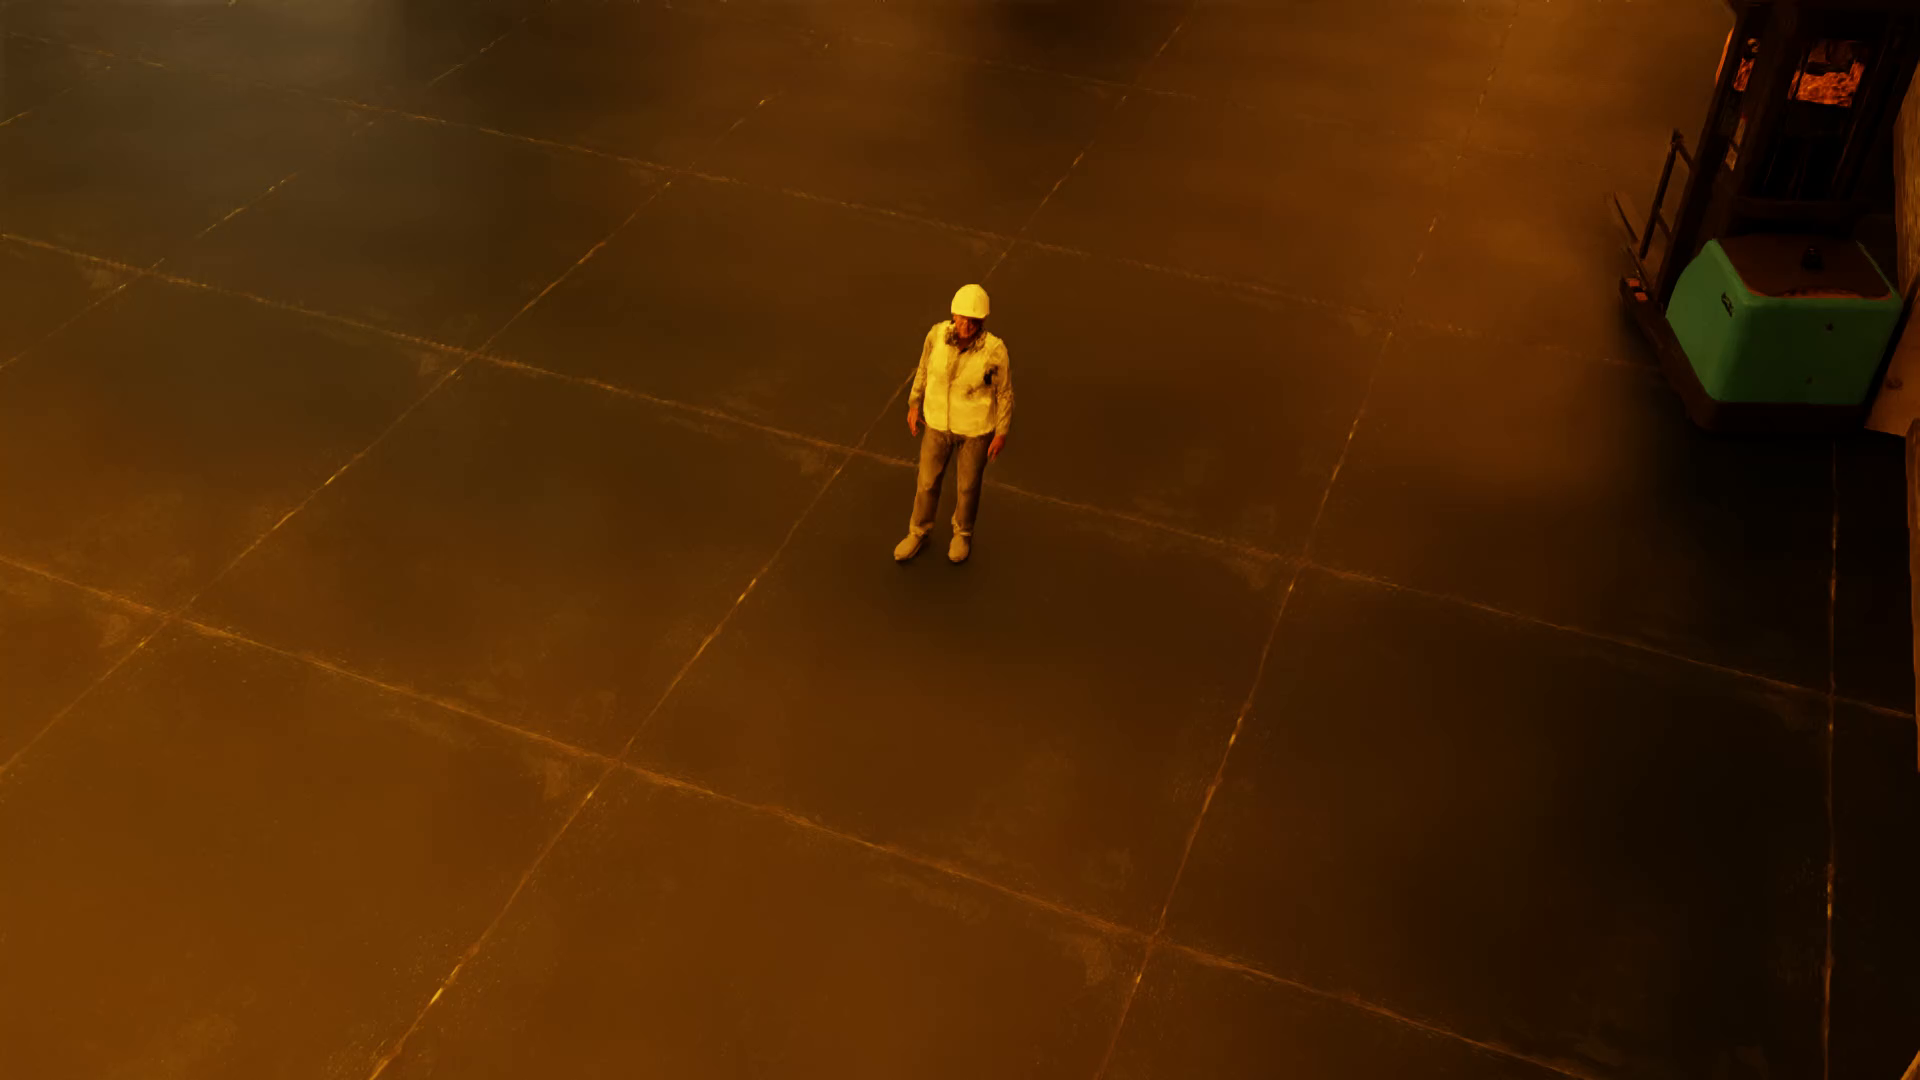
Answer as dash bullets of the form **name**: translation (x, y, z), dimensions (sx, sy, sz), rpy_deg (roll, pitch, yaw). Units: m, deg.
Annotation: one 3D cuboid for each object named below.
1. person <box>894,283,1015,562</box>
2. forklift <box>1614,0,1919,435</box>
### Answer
- **person**: translation (-0.031, -0.651, 9.674), dimensions (0.632, 1.773, 0.567), rpy_deg (15, 42, 17)
- **forklift**: translation (5.489, -2.744, 11.284), dimensions (1.130, 2.935, 3.031), rpy_deg (2, 40, 2)
